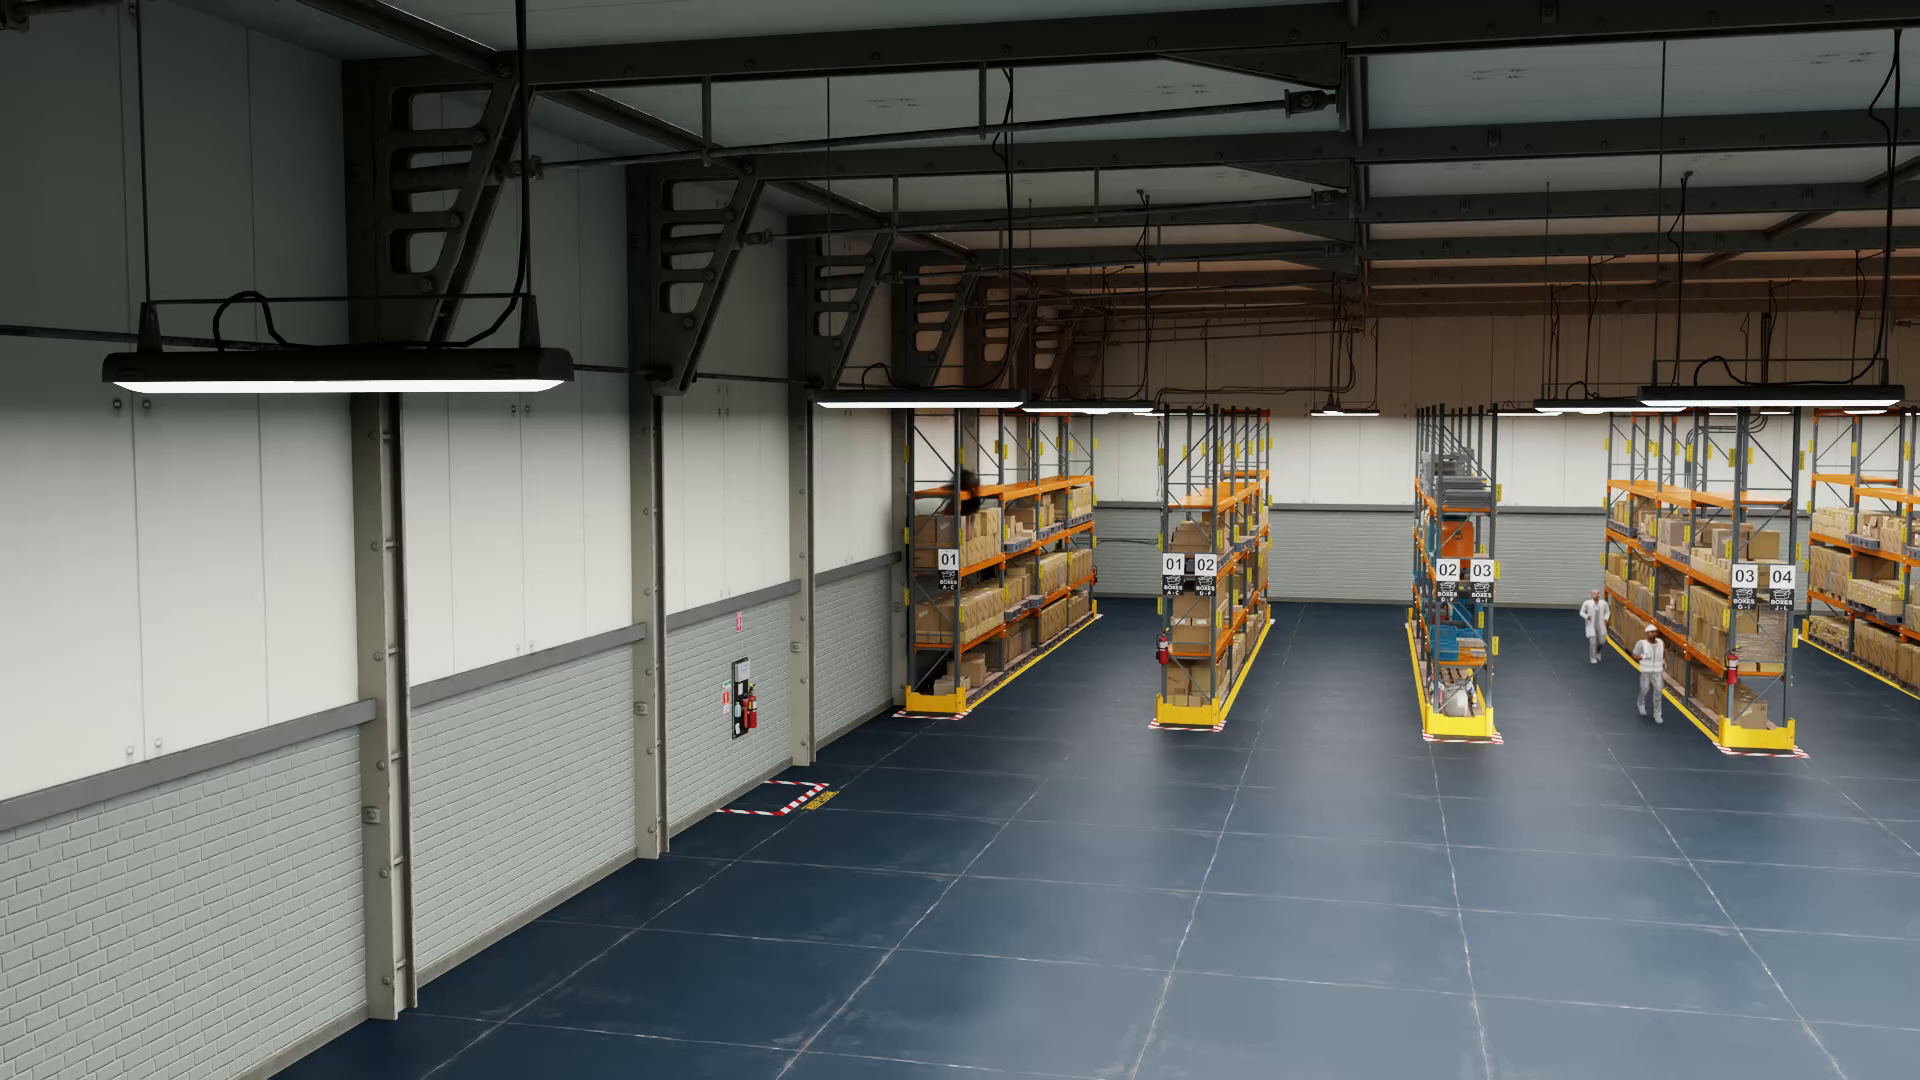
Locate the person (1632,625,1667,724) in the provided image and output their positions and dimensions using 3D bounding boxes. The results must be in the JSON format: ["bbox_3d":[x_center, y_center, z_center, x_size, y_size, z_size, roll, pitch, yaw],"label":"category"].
[{"bbox_3d":[13.107,2.508,31.575,0.676,1.804,0.929,0,4,7],"label":"person"}]

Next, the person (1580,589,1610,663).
[{"bbox_3d":[14.864,2.022,38.852,0.702,1.730,0.650,1,4,10],"label":"person"}]
